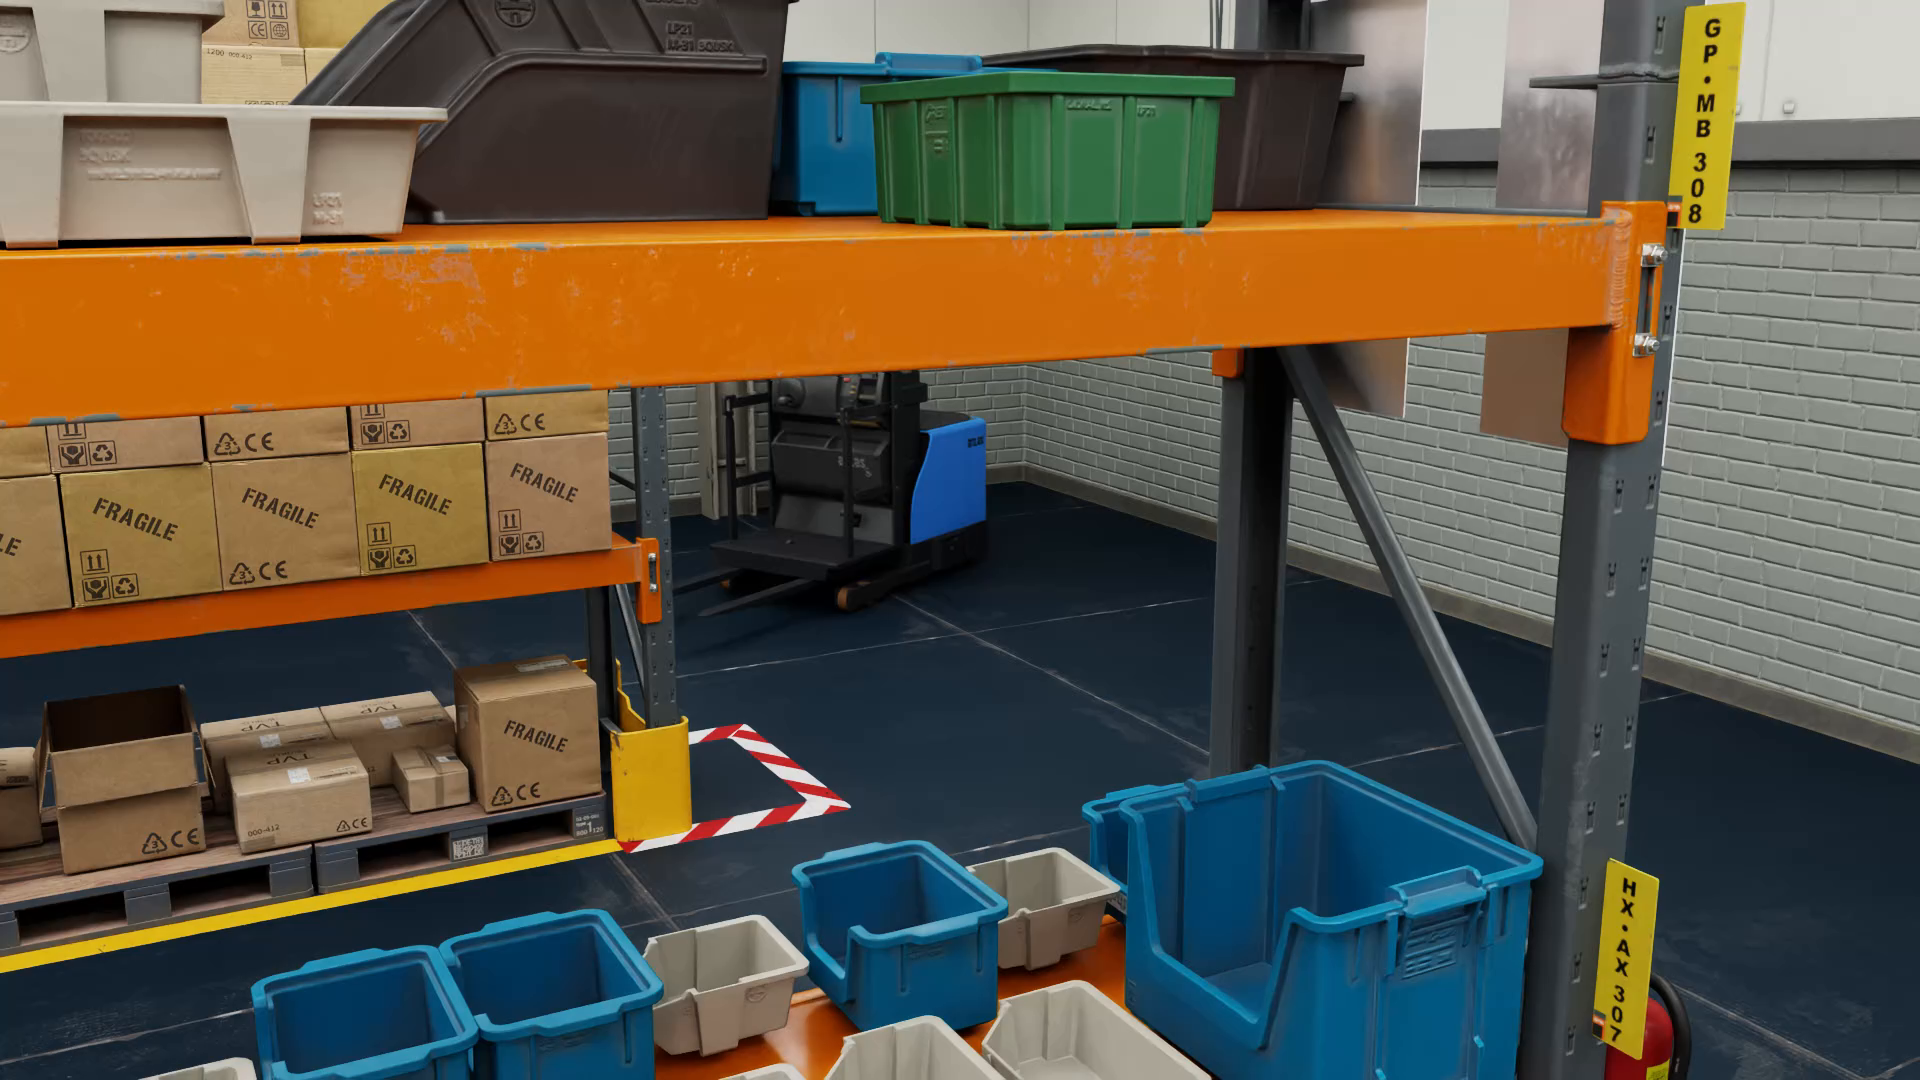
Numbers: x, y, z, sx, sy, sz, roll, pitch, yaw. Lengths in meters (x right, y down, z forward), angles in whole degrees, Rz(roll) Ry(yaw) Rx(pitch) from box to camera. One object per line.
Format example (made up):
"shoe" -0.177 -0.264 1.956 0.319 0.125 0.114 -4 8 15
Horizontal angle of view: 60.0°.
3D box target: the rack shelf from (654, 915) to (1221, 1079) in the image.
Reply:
"rack shelf" -0.920 1.239 2.411 4.000 0.370 1.077 -7 14 -28

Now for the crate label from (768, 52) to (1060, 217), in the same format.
"crate label" -0.129 -0.679 2.799 0.502 0.251 0.408 -7 14 -28

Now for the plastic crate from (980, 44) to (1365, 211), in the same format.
"plastic crate" 0.364 -0.735 3.011 0.590 0.269 0.497 -7 14 -28

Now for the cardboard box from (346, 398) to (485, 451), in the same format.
"cardboard box" -2.237 -0.661 6.709 0.500 0.500 0.500 -6 14 -26

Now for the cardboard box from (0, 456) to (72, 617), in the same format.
"cardboard box" -3.579 -0.013 6.109 0.500 0.500 0.500 -7 14 -28

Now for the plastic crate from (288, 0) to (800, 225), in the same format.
"plastic crate" -0.637 -0.648 2.466 0.767 0.338 0.504 -7 14 -28

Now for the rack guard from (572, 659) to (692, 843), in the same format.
"rack guard" -1.601 0.950 7.749 0.348 0.500 1.175 -7 14 -28

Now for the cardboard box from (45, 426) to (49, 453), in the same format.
"cardboard box" -3.835 -0.604 6.455 0.500 0.500 0.500 -7 14 -27

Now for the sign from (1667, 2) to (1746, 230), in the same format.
"sign" 1.113 -0.631 2.486 0.005 0.325 0.100 -7 14 -28

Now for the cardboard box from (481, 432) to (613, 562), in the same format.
"cardboard box" -1.797 -0.227 7.057 0.500 0.500 0.500 -6 14 -26

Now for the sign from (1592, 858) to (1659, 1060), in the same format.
"sign" 1.113 0.702 2.786 0.005 0.325 0.100 -7 14 -28

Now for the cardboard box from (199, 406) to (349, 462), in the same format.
"cardboard box" -2.689 -0.606 6.463 0.500 0.500 0.500 -6 14 -26

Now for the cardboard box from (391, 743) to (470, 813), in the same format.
"cardboard box" -2.292 1.020 7.196 0.250 0.166 0.380 -7 14 -28

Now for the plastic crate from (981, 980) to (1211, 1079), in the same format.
"plastic crate" 0.207 0.898 2.753 0.243 0.136 0.396 -7 14 -28

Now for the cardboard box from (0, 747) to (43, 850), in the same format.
"cardboard box" -4.023 1.047 6.747 0.500 0.311 0.500 -7 14 -28

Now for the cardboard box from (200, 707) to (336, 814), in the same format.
"cardboard box" -3.025 0.957 7.285 0.500 0.250 0.500 -7 14 -28

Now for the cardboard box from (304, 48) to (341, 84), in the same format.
"cardboard box" -2.302 -1.756 6.450 0.500 0.250 0.500 -7 14 -28

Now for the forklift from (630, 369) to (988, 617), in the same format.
"forklift" -1.007 -1.072 11.195 1.130 2.935 3.031 8 15 32

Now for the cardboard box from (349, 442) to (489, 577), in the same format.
"cardboard box" -2.251 -0.171 6.812 0.500 0.500 0.500 -7 14 -27

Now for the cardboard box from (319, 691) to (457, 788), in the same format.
"cardboard box" -2.587 0.904 7.519 0.500 0.250 0.500 -7 14 -28

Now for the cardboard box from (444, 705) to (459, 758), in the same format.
"cardboard box" -2.286 0.894 7.755 0.250 0.166 0.380 -7 14 -28

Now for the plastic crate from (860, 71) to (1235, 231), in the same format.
"plastic crate" 0.107 -0.524 2.255 0.336 0.188 0.450 -7 14 -28

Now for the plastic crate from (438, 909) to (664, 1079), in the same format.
"plastic crate" -0.695 0.831 2.830 0.300 0.233 0.416 -7 14 -28

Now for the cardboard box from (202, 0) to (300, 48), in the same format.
"cardboard box" -2.845 -2.111 6.320 0.500 0.500 0.700 -7 14 -28

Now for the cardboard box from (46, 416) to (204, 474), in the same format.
"cardboard box" -3.140 -0.552 6.223 0.500 0.500 0.500 -6 14 -26

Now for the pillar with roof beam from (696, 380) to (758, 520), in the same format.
"pillar with roof beam" 0.107 -3.780 9.408 0.400 9.000 9.100 -7 14 -28

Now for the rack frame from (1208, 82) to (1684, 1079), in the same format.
"rack frame" 0.836 0.677 3.267 0.127 3.000 1.000 -7 14 -28

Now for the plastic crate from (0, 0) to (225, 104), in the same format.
"plastic crate" -1.258 -0.554 2.179 0.530 0.282 0.437 -7 14 -28

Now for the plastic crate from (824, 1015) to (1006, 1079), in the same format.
"plastic crate" -0.055 0.925 2.630 0.243 0.136 0.396 -7 14 -28

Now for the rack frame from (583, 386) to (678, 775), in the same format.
"rack frame" -1.535 -0.278 7.511 0.127 3.000 1.000 -7 14 -28

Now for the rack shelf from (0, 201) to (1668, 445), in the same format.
"rack shelf" -0.920 -0.225 2.082 4.000 0.370 1.077 -7 14 -28

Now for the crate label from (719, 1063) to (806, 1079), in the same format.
"crate label" -0.288 0.959 2.479 0.243 0.136 0.396 -7 14 -28

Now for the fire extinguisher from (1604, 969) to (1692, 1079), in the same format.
"fire extinguisher" 1.186 0.969 2.998 0.183 0.674 0.296 -7 14 -28

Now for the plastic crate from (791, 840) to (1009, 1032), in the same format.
"plastic crate" -0.117 0.762 3.138 0.300 0.233 0.416 -7 14 -28

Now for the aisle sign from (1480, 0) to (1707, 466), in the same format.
"aisle sign" 1.039 -0.542 2.764 0.004 0.787 0.394 -7 14 -28

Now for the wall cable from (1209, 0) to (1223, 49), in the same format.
"wall cable" 1.224 -3.170 13.771 0.112 2.526 3.097 -7 14 -28

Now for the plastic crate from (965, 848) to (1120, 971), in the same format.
"plastic crate" 0.140 0.757 3.377 0.298 0.136 0.250 -7 14 -28

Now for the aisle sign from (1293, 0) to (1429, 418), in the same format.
"aisle sign" 0.756 -0.656 3.270 0.004 0.787 0.394 -7 14 -28

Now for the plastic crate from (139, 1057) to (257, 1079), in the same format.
"plastic crate" -1.291 0.957 2.491 0.466 0.136 0.293 -7 14 -28

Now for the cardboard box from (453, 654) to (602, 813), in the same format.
"cardboard box" -1.894 0.832 7.272 0.500 0.500 0.500 -7 14 -28

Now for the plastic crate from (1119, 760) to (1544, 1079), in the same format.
"plastic crate" 0.631 0.702 2.940 0.499 0.435 0.616 -7 14 -28

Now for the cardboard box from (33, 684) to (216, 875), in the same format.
"cardboard box" -3.399 0.948 6.749 0.637 0.503 0.797 -7 14 -28

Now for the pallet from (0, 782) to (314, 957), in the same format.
"pallet" -3.370 1.303 6.841 1.213 0.211 1.003 -7 14 -28

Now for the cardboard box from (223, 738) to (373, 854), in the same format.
"cardboard box" -2.742 1.048 6.881 0.500 0.250 0.500 -7 14 -28

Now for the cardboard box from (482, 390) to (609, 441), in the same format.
"cardboard box" -1.793 -0.714 6.946 0.500 0.500 0.500 -7 14 -28

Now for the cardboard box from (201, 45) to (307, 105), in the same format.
"cardboard box" -2.743 -1.704 6.220 0.500 0.250 0.500 -7 14 -28

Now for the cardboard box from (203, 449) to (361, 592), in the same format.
"cardboard box" -2.691 -0.120 6.583 0.500 0.500 0.500 -7 14 -27

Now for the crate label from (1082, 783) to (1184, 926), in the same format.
"crate label" 0.461 0.692 3.445 0.303 0.233 0.416 -7 14 -28

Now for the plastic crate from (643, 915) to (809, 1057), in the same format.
"plastic crate" -0.456 0.829 3.060 0.298 0.136 0.250 -7 14 -28

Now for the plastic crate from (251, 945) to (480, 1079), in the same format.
"plastic crate" -0.958 0.862 2.690 0.300 0.233 0.416 -7 14 -28

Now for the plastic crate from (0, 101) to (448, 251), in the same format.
"plastic crate" -0.859 -0.392 1.788 0.530 0.136 0.437 -7 14 -28

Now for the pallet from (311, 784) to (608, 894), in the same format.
"pallet" -2.301 1.175 7.408 1.213 0.211 1.003 -7 14 -28

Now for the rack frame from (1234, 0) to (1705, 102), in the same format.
"rack frame" 0.836 -2.249 2.608 0.127 3.000 1.000 -7 14 -28

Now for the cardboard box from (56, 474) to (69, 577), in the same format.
"cardboard box" -3.828 -0.117 6.567 0.500 0.500 0.500 -6 14 -27

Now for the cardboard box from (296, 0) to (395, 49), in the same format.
"cardboard box" -2.457 -2.184 6.645 0.500 0.500 0.700 -7 14 -28

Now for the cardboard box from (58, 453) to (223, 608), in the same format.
"cardboard box" -3.134 -0.067 6.348 0.500 0.500 0.500 -7 14 -29

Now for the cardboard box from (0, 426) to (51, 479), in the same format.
"cardboard box" -3.593 -0.497 5.981 0.500 0.500 0.500 -7 15 -30

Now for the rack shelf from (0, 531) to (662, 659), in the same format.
"rack shelf" -3.290 0.284 6.655 4.000 0.370 1.077 -7 14 -28
